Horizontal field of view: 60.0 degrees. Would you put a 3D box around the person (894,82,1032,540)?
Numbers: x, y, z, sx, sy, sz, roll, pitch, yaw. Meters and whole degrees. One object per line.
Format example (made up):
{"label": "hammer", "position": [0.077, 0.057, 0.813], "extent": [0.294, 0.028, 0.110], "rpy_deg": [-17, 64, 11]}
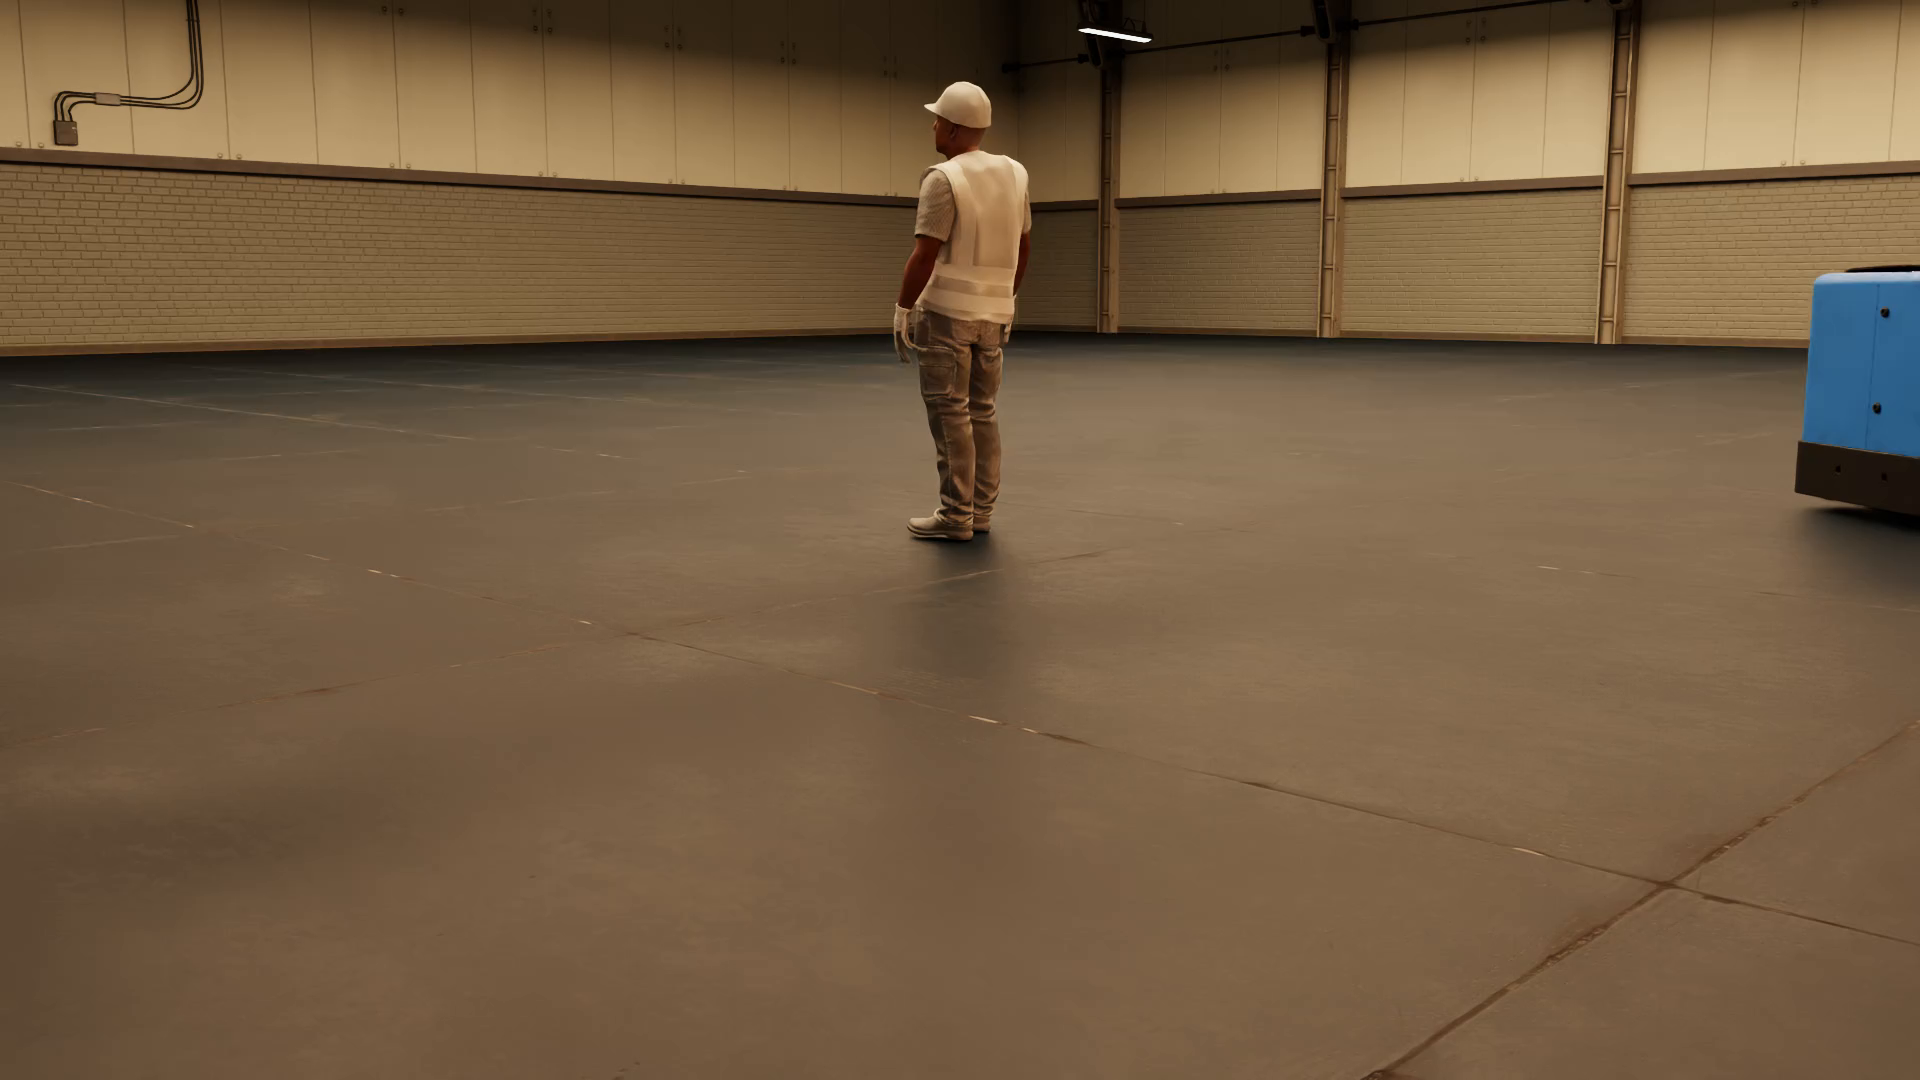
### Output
{"label": "person", "position": [-0.045, -0.897, 6.639], "extent": [0.577, 1.782, 0.656], "rpy_deg": [8, 12, 43]}

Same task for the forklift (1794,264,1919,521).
{"label": "forklift", "position": [5.416, -1.559, 7.227], "extent": [3.031, 2.935, 1.130], "rpy_deg": [-1, 9, -7]}
